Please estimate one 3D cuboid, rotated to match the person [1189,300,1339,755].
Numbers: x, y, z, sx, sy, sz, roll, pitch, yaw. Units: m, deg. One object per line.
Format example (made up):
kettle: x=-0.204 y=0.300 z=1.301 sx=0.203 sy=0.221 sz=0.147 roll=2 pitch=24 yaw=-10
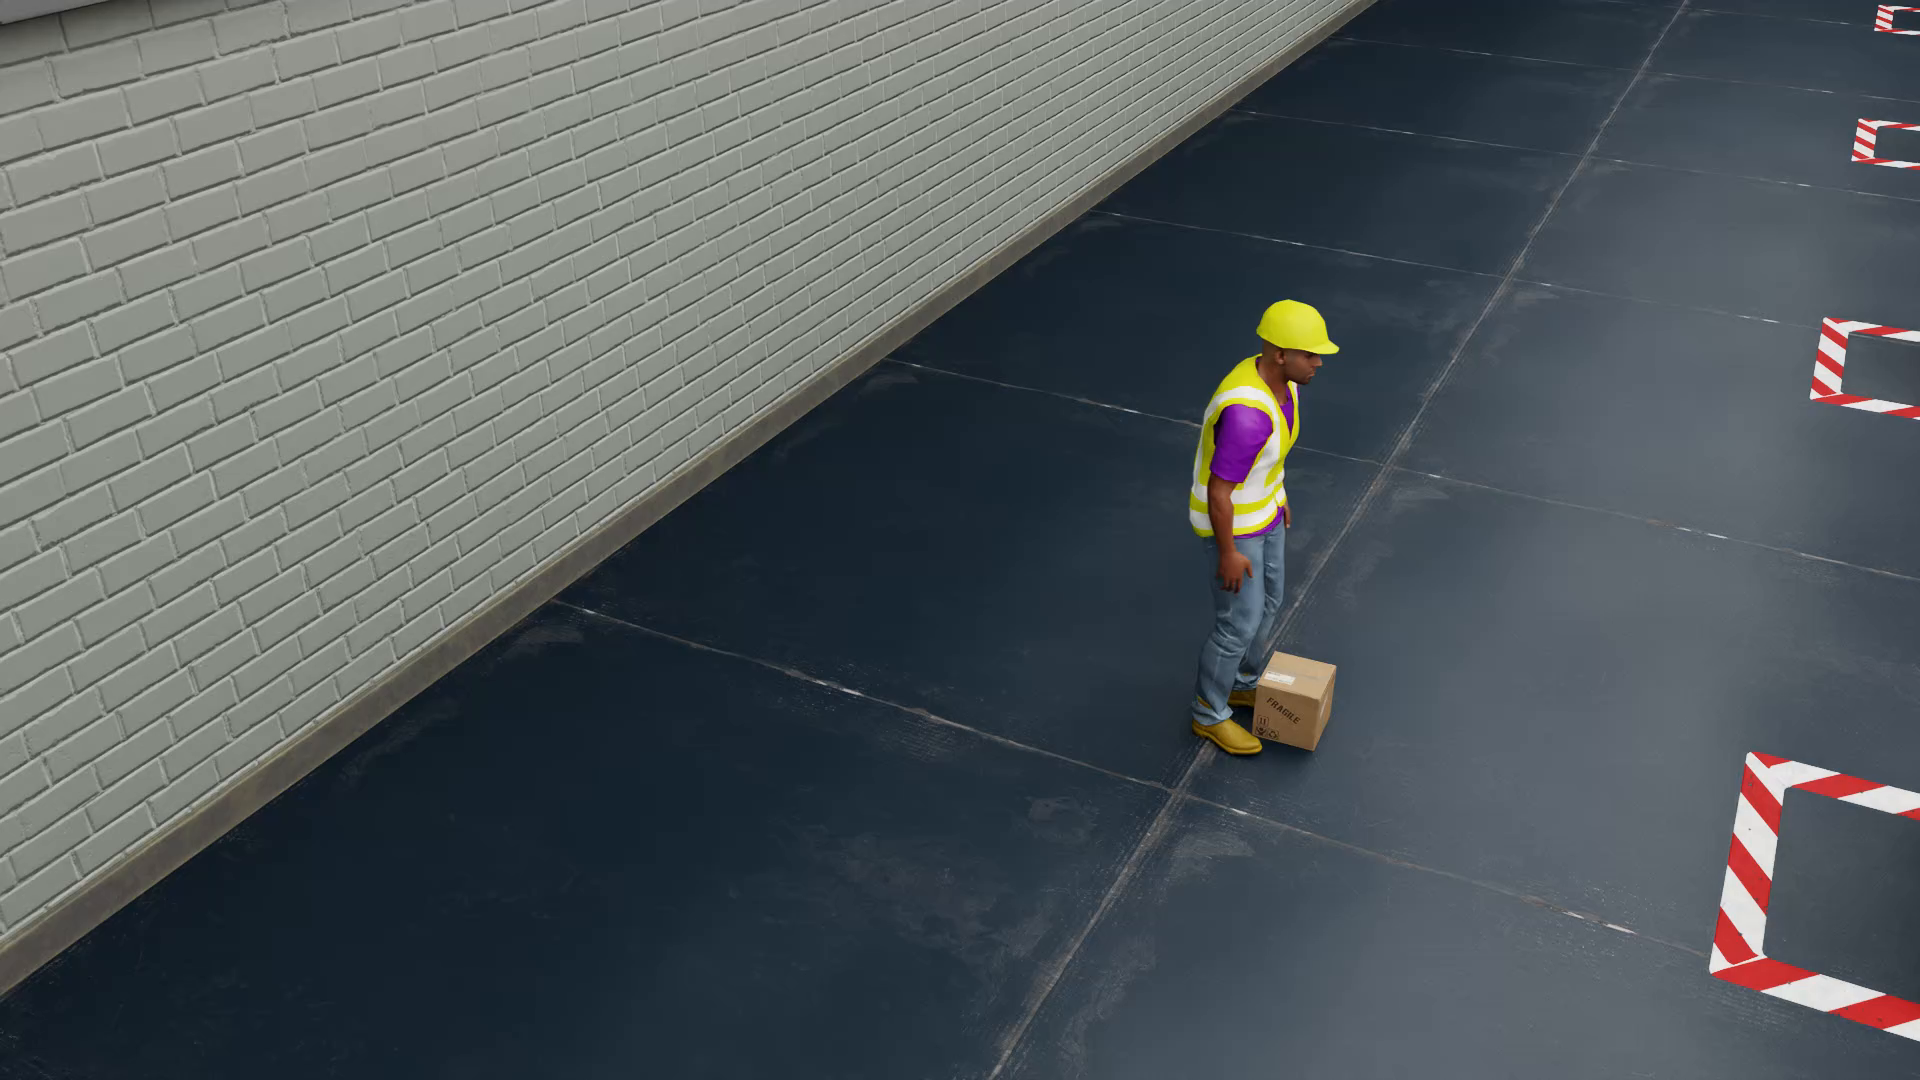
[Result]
person: x=1.099 y=-0.067 z=6.228 sx=0.461 sy=1.760 sz=0.626 roll=14 pitch=33 yaw=23
